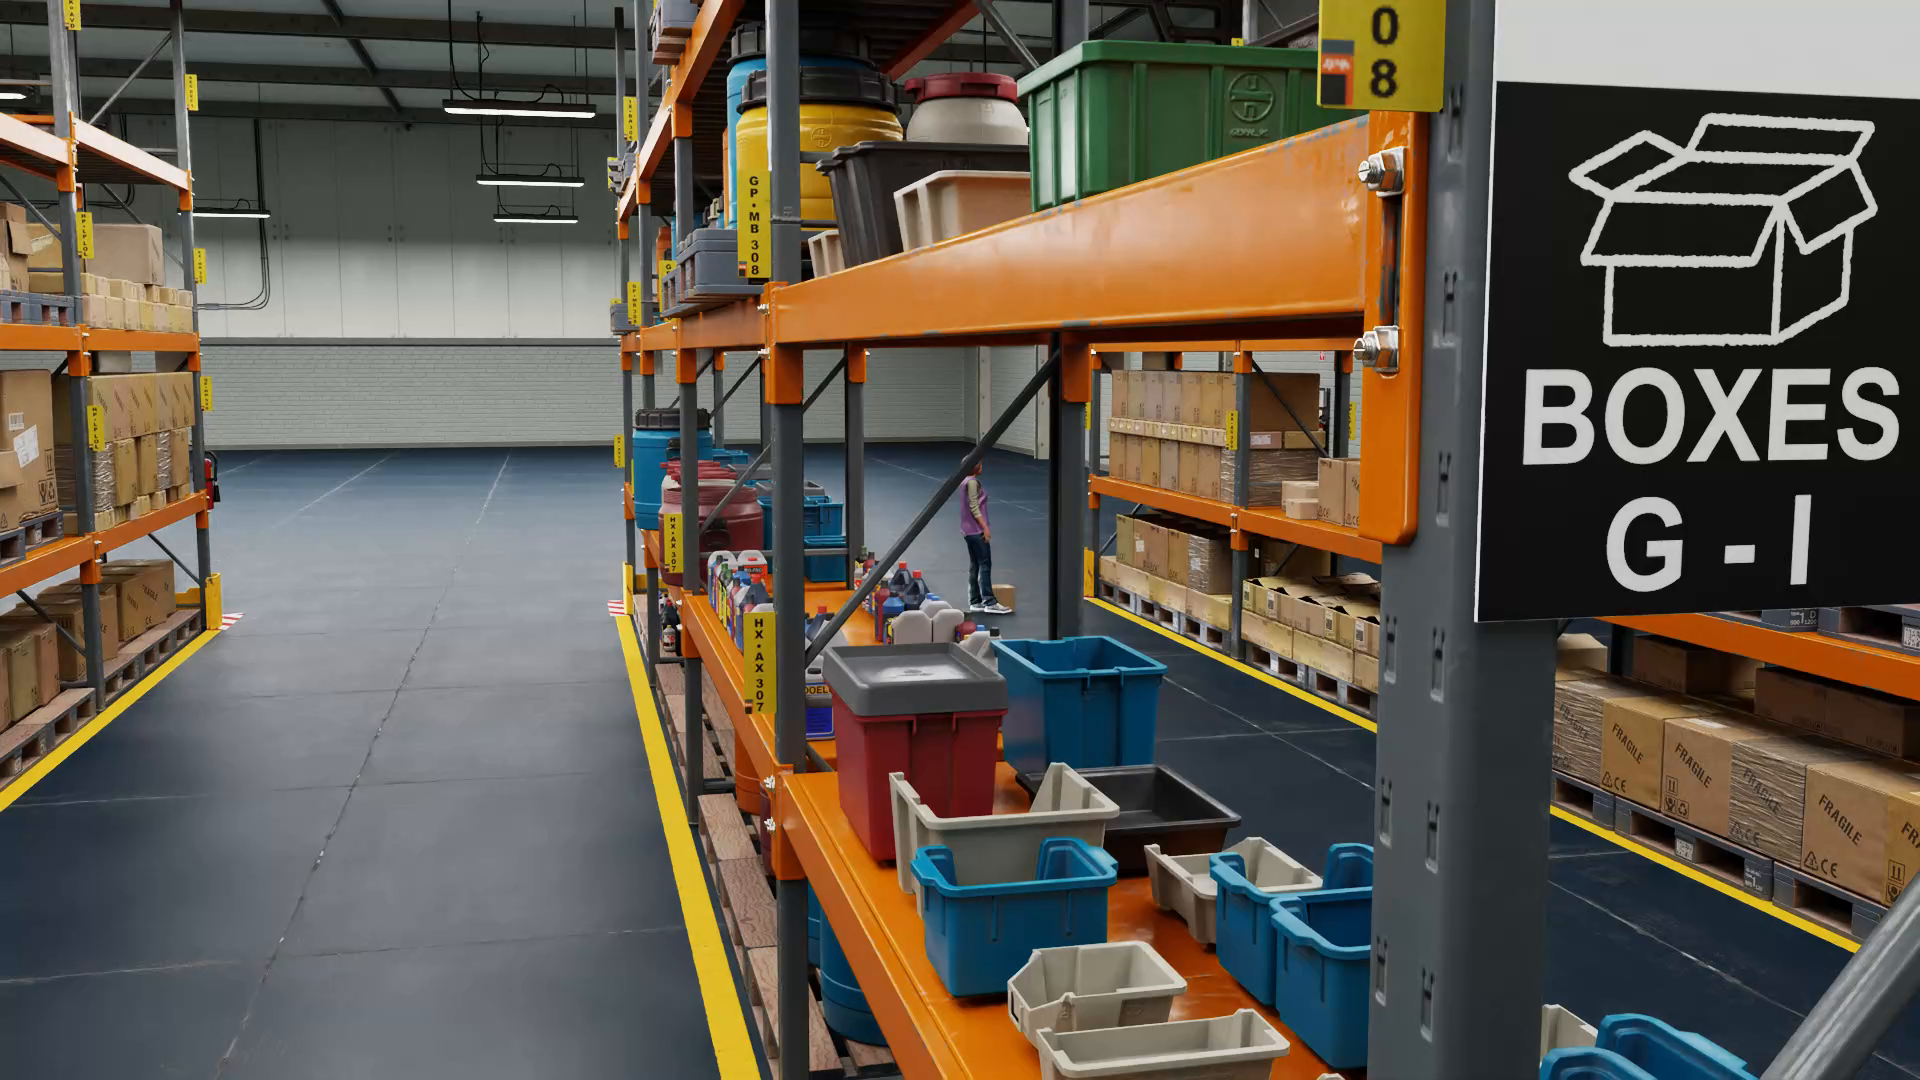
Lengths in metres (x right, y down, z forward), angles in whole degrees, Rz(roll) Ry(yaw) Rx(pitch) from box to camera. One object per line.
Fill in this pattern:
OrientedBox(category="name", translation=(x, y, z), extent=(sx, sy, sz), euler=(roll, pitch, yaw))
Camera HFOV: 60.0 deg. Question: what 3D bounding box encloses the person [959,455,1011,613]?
OrientedBox(category="person", translation=(0.240, -0.069, 16.918), extent=(0.472, 1.599, 0.521), euler=(-2, 7, -14))
